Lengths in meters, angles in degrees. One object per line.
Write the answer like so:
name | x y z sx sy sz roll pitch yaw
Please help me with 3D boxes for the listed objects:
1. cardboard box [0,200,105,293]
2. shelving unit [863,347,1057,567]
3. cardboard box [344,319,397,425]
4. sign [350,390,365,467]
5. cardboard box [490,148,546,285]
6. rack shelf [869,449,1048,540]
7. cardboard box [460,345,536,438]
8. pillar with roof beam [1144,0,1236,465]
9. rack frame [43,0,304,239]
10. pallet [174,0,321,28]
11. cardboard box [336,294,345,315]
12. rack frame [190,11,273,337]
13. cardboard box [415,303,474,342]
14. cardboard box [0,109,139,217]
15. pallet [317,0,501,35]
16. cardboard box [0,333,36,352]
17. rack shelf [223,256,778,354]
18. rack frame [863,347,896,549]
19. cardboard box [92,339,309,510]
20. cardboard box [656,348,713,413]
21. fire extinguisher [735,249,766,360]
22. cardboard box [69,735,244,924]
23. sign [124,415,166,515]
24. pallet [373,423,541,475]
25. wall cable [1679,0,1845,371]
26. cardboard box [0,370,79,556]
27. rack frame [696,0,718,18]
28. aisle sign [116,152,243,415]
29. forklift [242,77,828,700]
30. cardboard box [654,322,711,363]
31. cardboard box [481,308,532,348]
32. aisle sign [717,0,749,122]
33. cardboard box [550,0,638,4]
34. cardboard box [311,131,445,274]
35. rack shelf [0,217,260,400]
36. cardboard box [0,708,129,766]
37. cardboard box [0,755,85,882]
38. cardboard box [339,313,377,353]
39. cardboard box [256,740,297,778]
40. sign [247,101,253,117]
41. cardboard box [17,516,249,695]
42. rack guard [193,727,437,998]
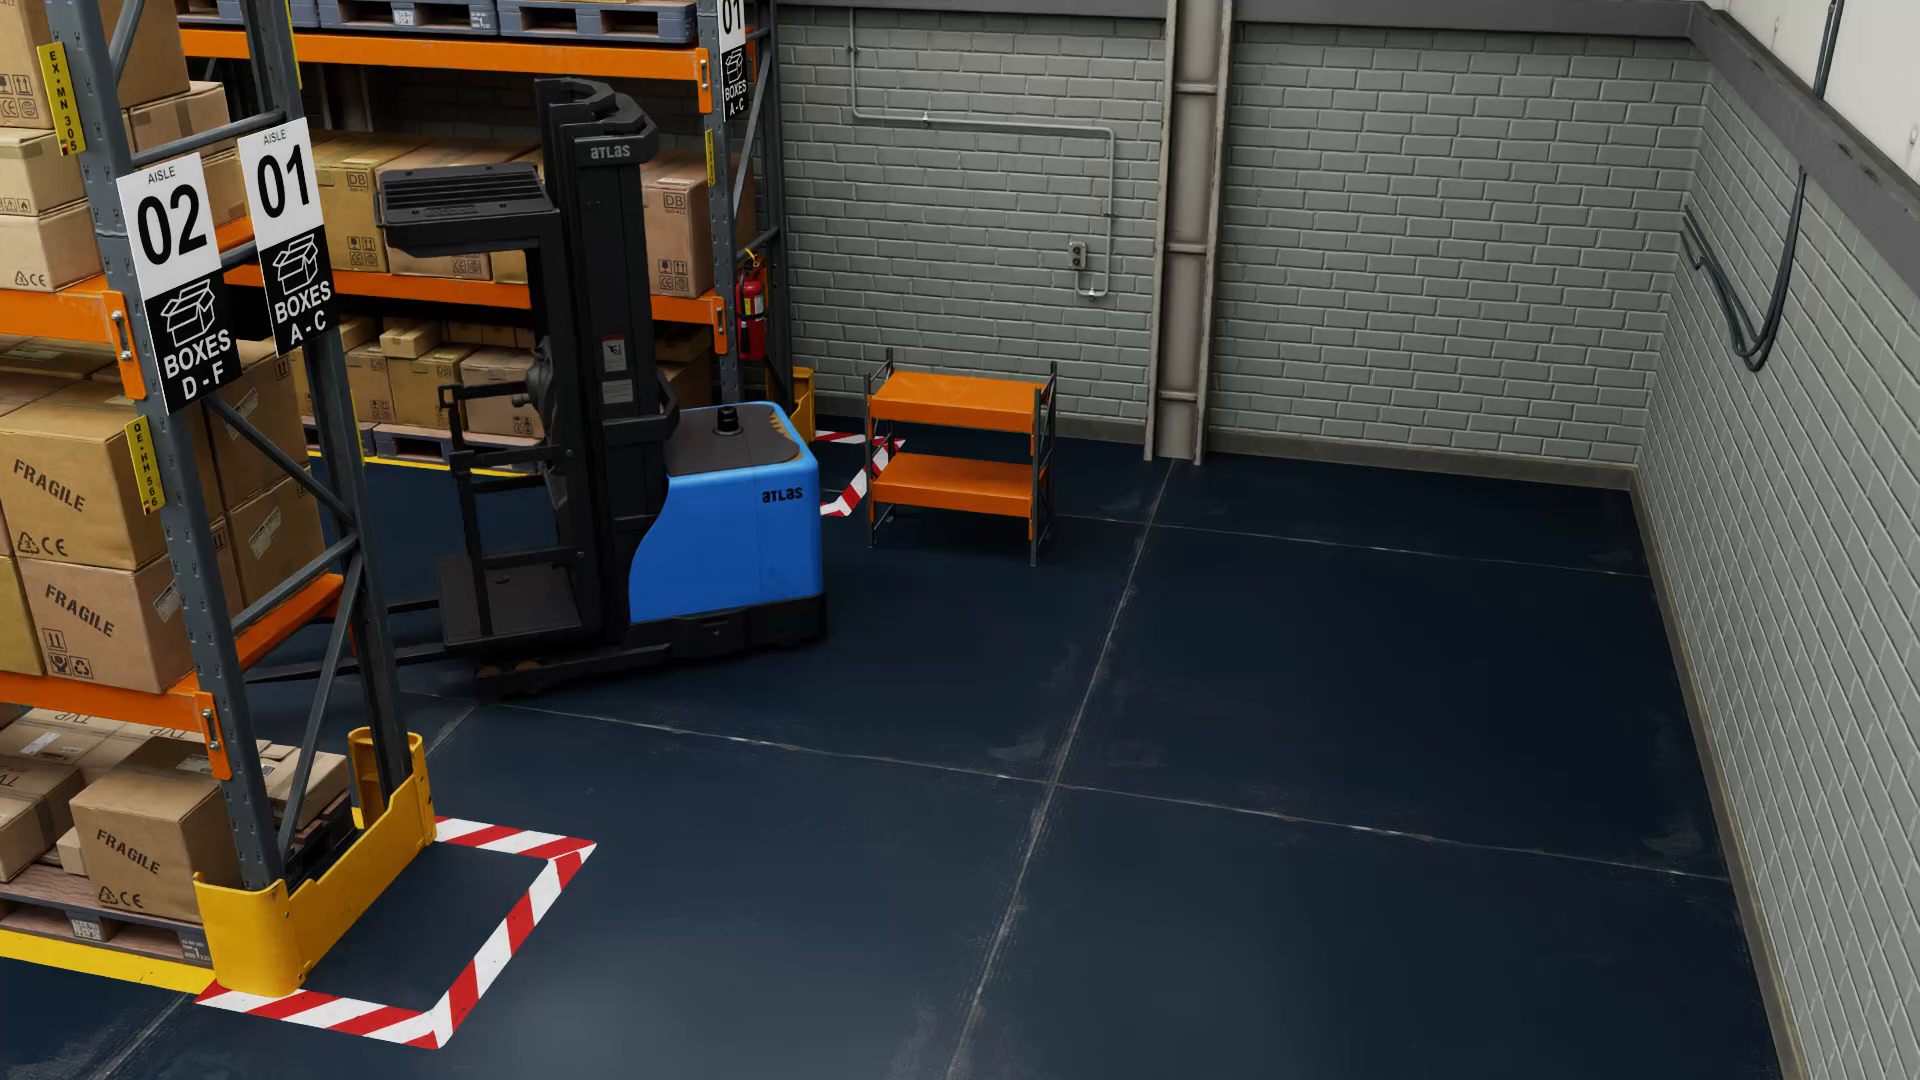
cardboard box | -3.134 -1.045 5.640 0.500 0.250 0.500 6 26 13
shelving unit | 0.007 -0.507 10.007 1.048 1.125 0.538 6 26 13
cardboard box | -4.030 -1.187 11.673 0.500 0.500 0.700 6 26 12
sign | -2.436 -0.430 6.656 0.005 0.325 0.100 6 26 13
cardboard box | -2.544 -2.135 10.896 0.700 0.700 0.980 6 26 13
rack shelf | 0.007 -0.286 10.112 1.000 0.278 0.538 6 26 13
cardboard box | -3.015 -1.077 11.443 0.500 0.500 0.700 5 26 11
pillar with roof beam | 0.418 -2.863 5.796 0.400 9.000 9.100 6 26 13
rack frame | -2.571 -2.522 5.078 0.127 3.000 1.000 6 26 13
pallet | -4.425 -3.526 10.781 1.213 0.211 1.003 6 26 13
cardboard box | -4.607 -1.633 11.856 0.250 0.149 0.380 6 26 13
rack frame | -5.215 -2.304 11.600 0.127 3.000 1.000 6 26 13
cardboard box | -3.596 -1.522 11.623 0.250 0.149 0.380 7 26 14
cardboard box | -3.132 -1.274 5.541 0.500 0.250 0.500 6 26 13
pallet | -3.247 -3.395 10.505 1.213 0.211 1.003 6 26 13
cardboard box | -3.926 -0.575 6.690 0.500 0.500 0.500 7 26 14
rack shelf | -3.278 -1.765 11.305 4.000 0.370 1.077 6 26 13
rack frame | -0.486 -0.562 10.121 0.032 1.125 0.500 6 26 13
cardboard box | -2.935 -0.467 6.462 0.500 0.500 0.500 7 26 15
cardboard box | -2.043 -0.970 11.218 0.500 0.500 0.700 6 26 13
fire extinguisher | -1.309 -1.464 10.360 0.183 0.674 0.296 6 26 13
cardboard box | -3.159 1.161 6.718 0.500 0.500 0.500 6 26 13
sign | -2.728 -0.250 5.570 0.005 0.325 0.100 6 26 13
pallet | -3.312 -0.801 11.688 1.213 0.211 1.003 6 26 13
wall cable | 4.048 -2.428 8.494 0.112 2.526 3.097 6 26 13
cardboard box | -3.560 -0.297 6.104 0.500 0.500 0.500 7 26 14
rack frame | -1.341 -4.585 9.411 0.127 3.000 1.000 6 26 13
aisle sign | -2.581 -0.852 5.526 0.004 0.787 0.394 6 26 13
forklift | -2.298 -0.757 8.431 3.031 2.935 1.130 -8 27 -17
cardboard box | -1.873 -1.333 11.225 0.250 0.149 0.380 6 26 13
cardboard box | -3.101 -1.468 11.508 0.250 0.149 0.380 7 26 14
aisle sign | -1.346 -2.917 9.863 0.004 0.787 0.394 6 26 13
cardboard box | -2.116 -3.365 9.909 0.500 0.250 0.500 7 26 15
cardboard box | -3.988 -2.294 11.230 0.700 0.700 0.980 6 26 12
rack shelf | -4.508 -1.057 6.328 4.000 0.370 1.077 6 26 13
cardboard box | -3.995 0.946 7.460 0.500 0.250 0.500 6 26 13
cardboard box | -4.071 1.160 7.011 0.500 0.250 0.500 6 26 13
cardboard box | -4.230 -1.423 11.413 0.250 0.149 0.380 7 26 15
cardboard box | -3.133 1.053 7.333 0.250 0.166 0.380 6 26 13
sign | -5.078 -2.962 11.883 0.005 0.325 0.100 6 26 13
cardboard box | -3.072 0.207 6.209 0.500 0.500 0.500 7 26 15
rack guard | -2.644 1.307 6.922 0.348 0.500 1.175 6 26 13
